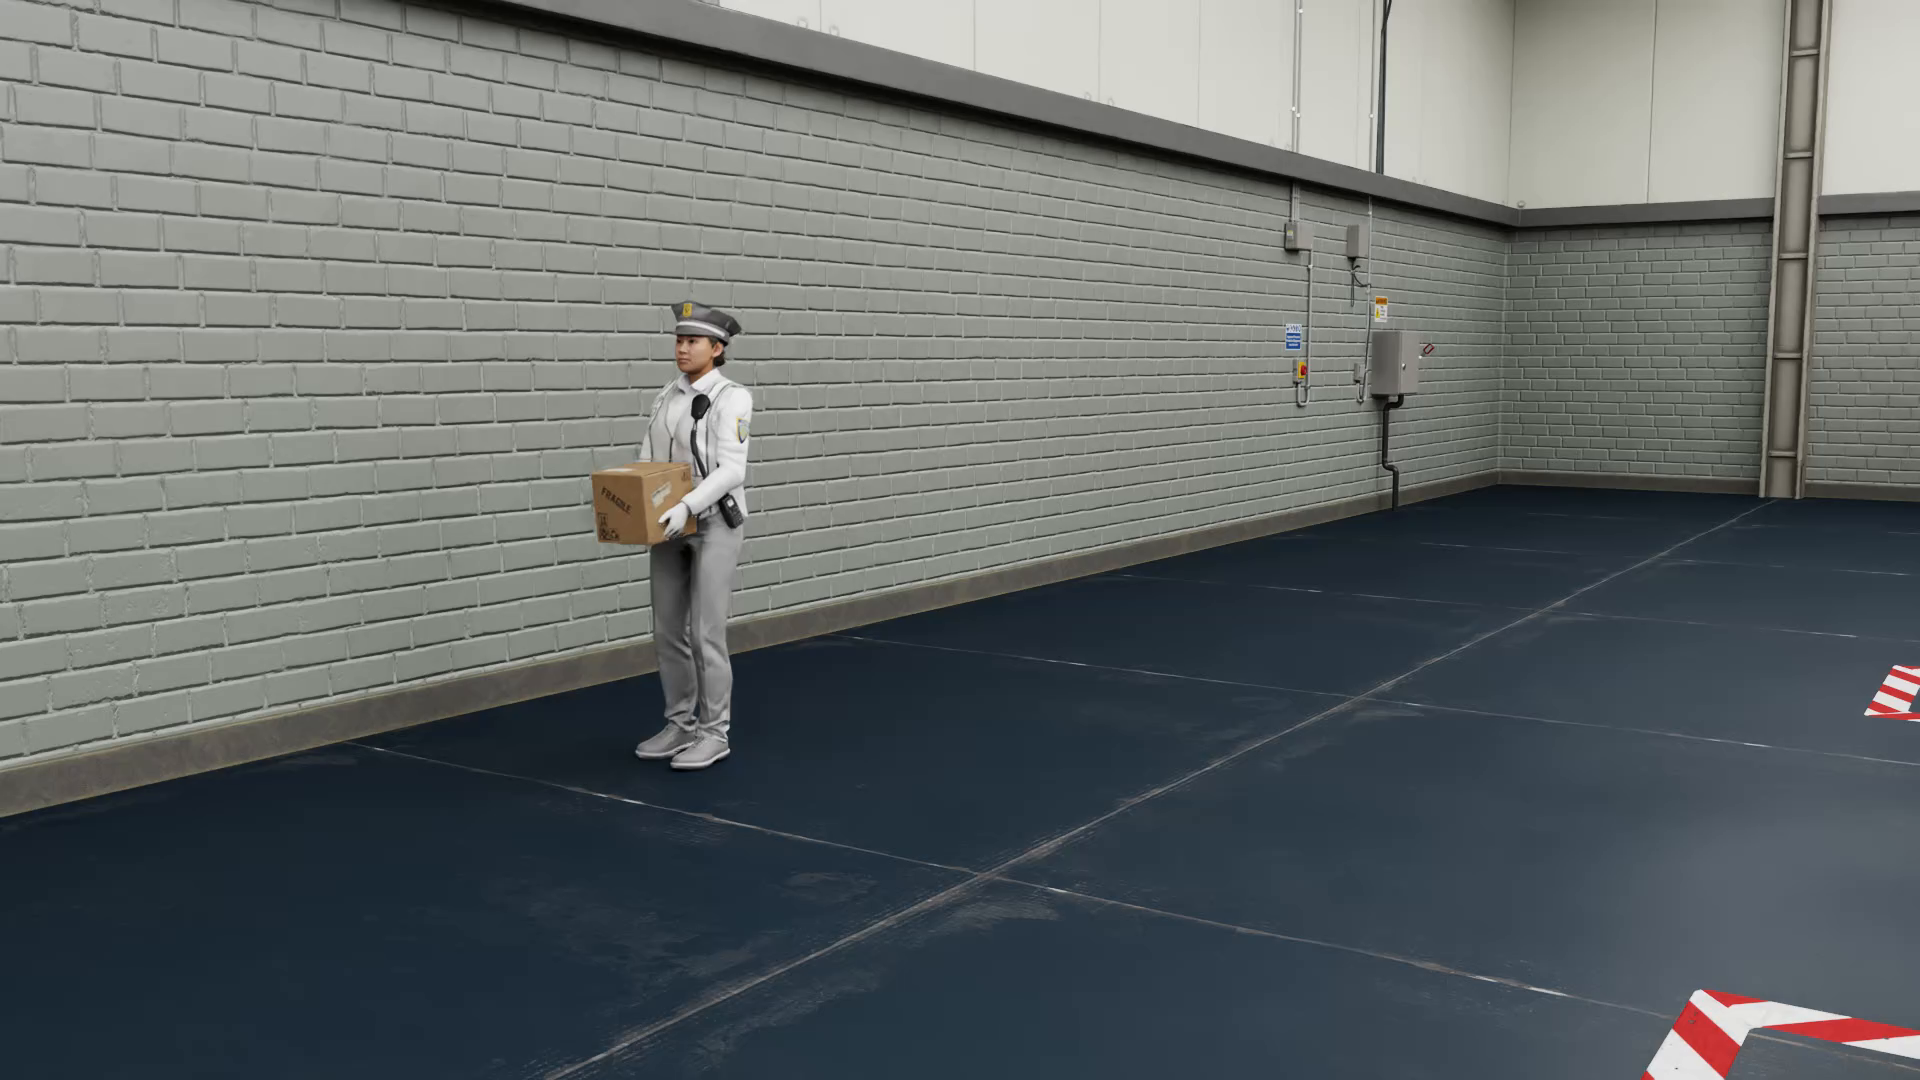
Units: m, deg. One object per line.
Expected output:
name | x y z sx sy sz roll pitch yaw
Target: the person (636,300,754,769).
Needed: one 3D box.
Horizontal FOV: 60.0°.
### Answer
person | -1.015 -0.025 6.079 0.482 1.692 0.517 4 8 33
